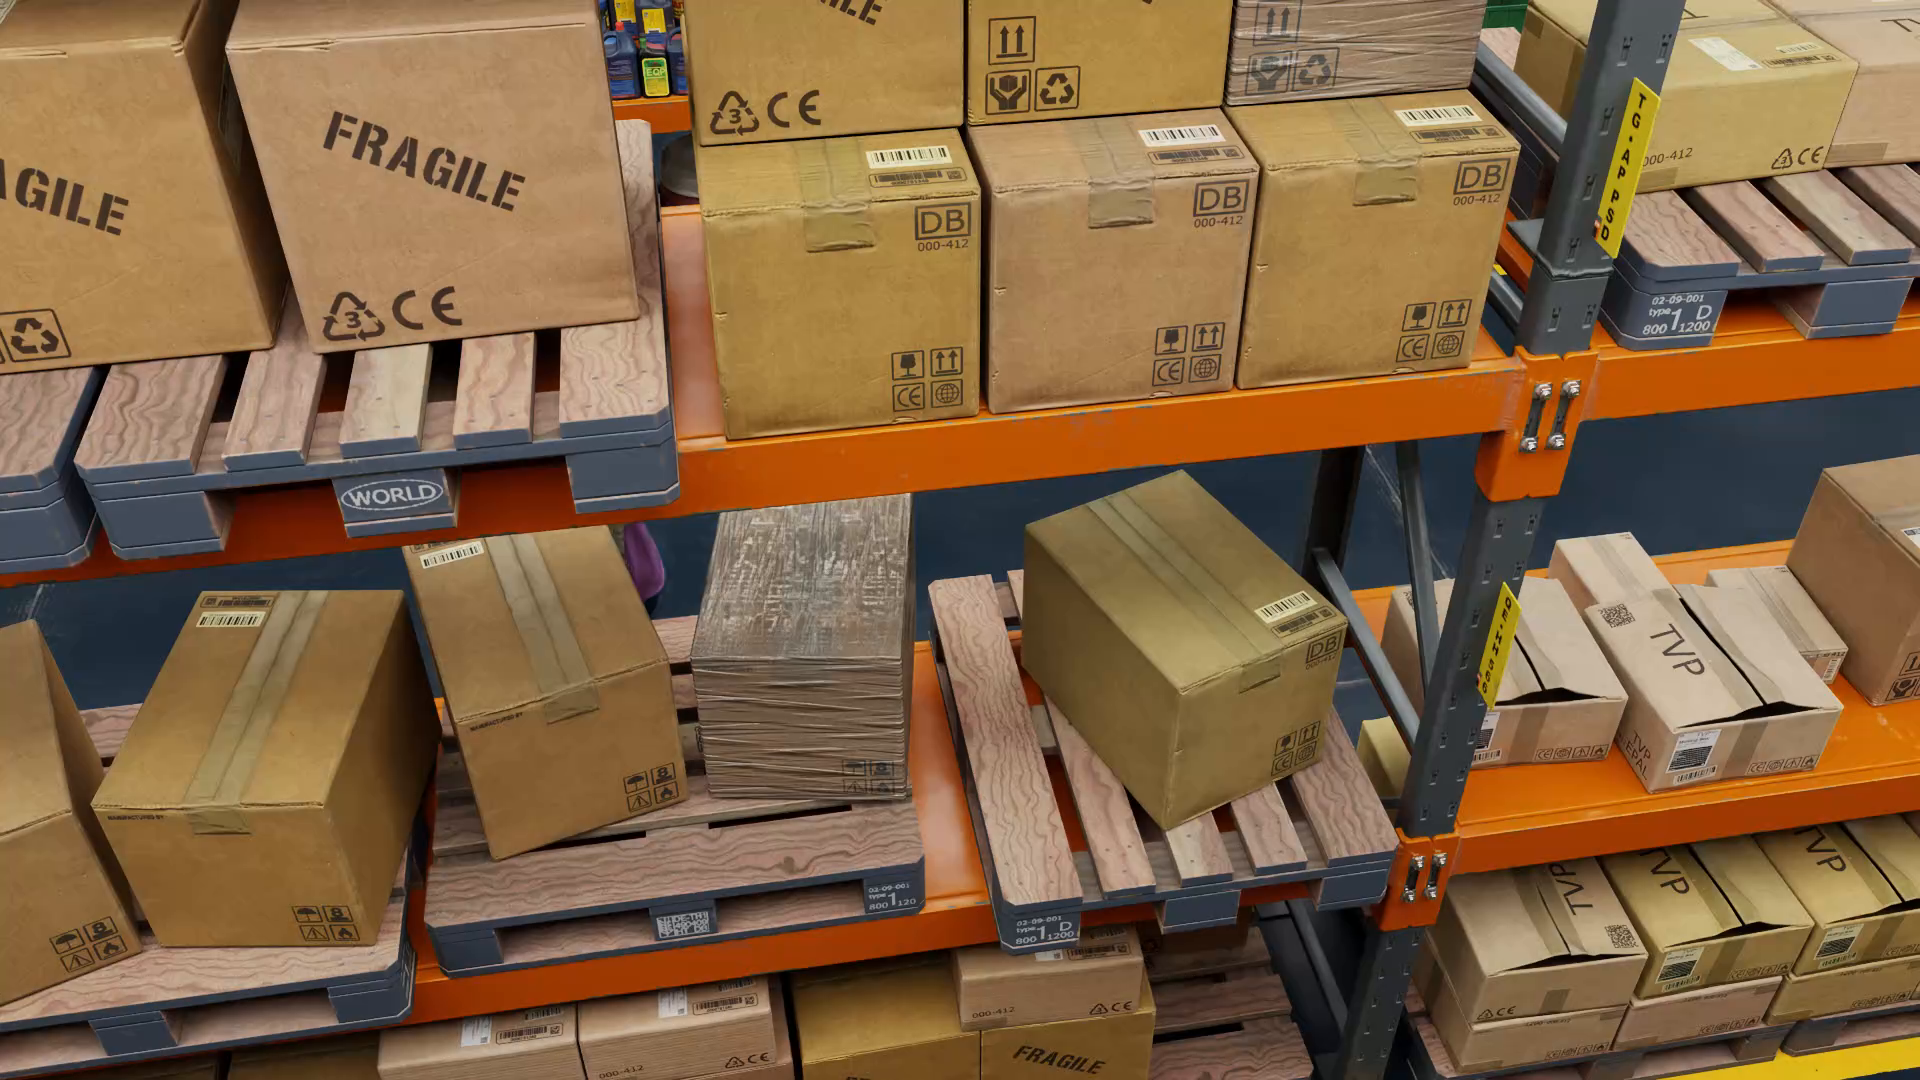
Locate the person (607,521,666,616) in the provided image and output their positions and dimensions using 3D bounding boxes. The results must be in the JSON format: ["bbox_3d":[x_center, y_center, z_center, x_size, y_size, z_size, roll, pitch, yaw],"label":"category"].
[{"bbox_3d":[-1.243,0.145,6.008,0.429,1.566,0.513,-8,40,-9],"label":"person"}]
